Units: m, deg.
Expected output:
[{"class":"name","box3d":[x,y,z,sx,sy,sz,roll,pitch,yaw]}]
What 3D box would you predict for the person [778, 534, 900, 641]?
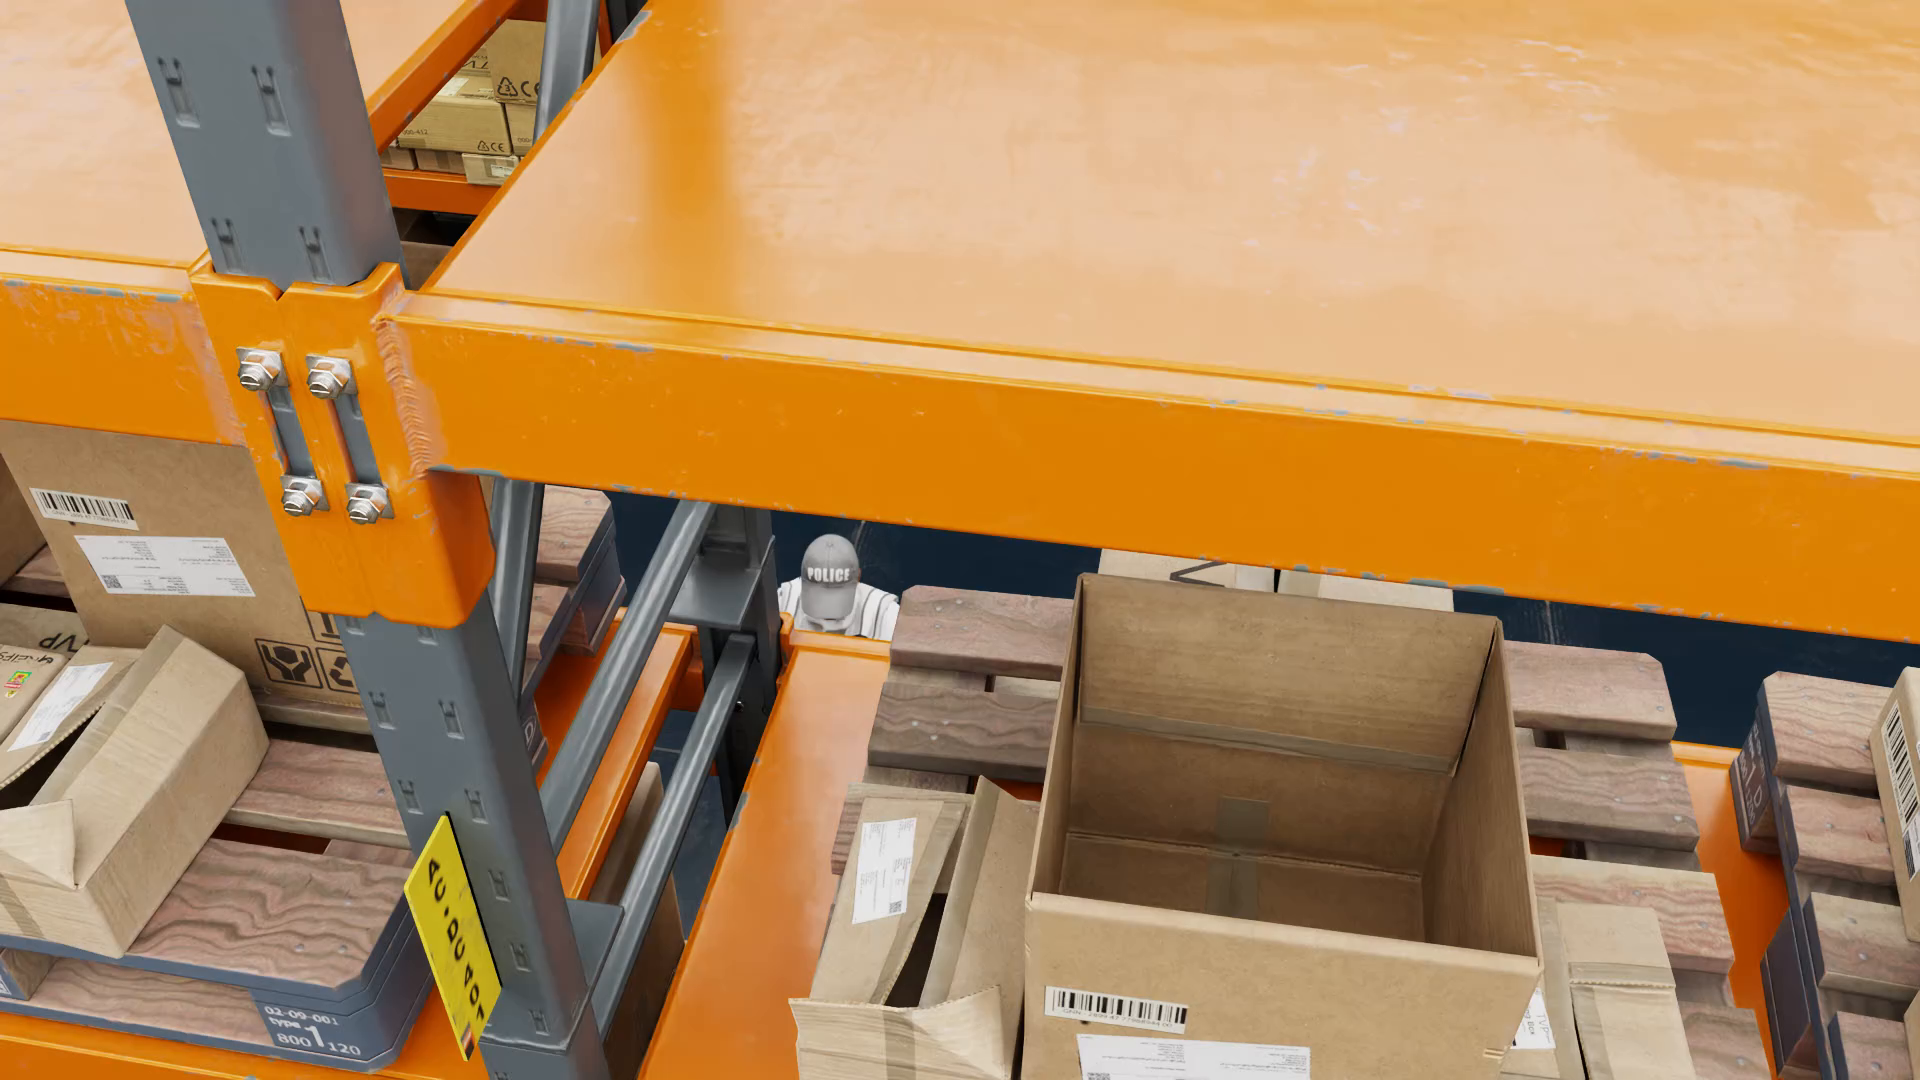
[{"class":"person","box3d":[-0.389,0.636,5.434,0.470,1.666,0.390,7,41,8]}]
